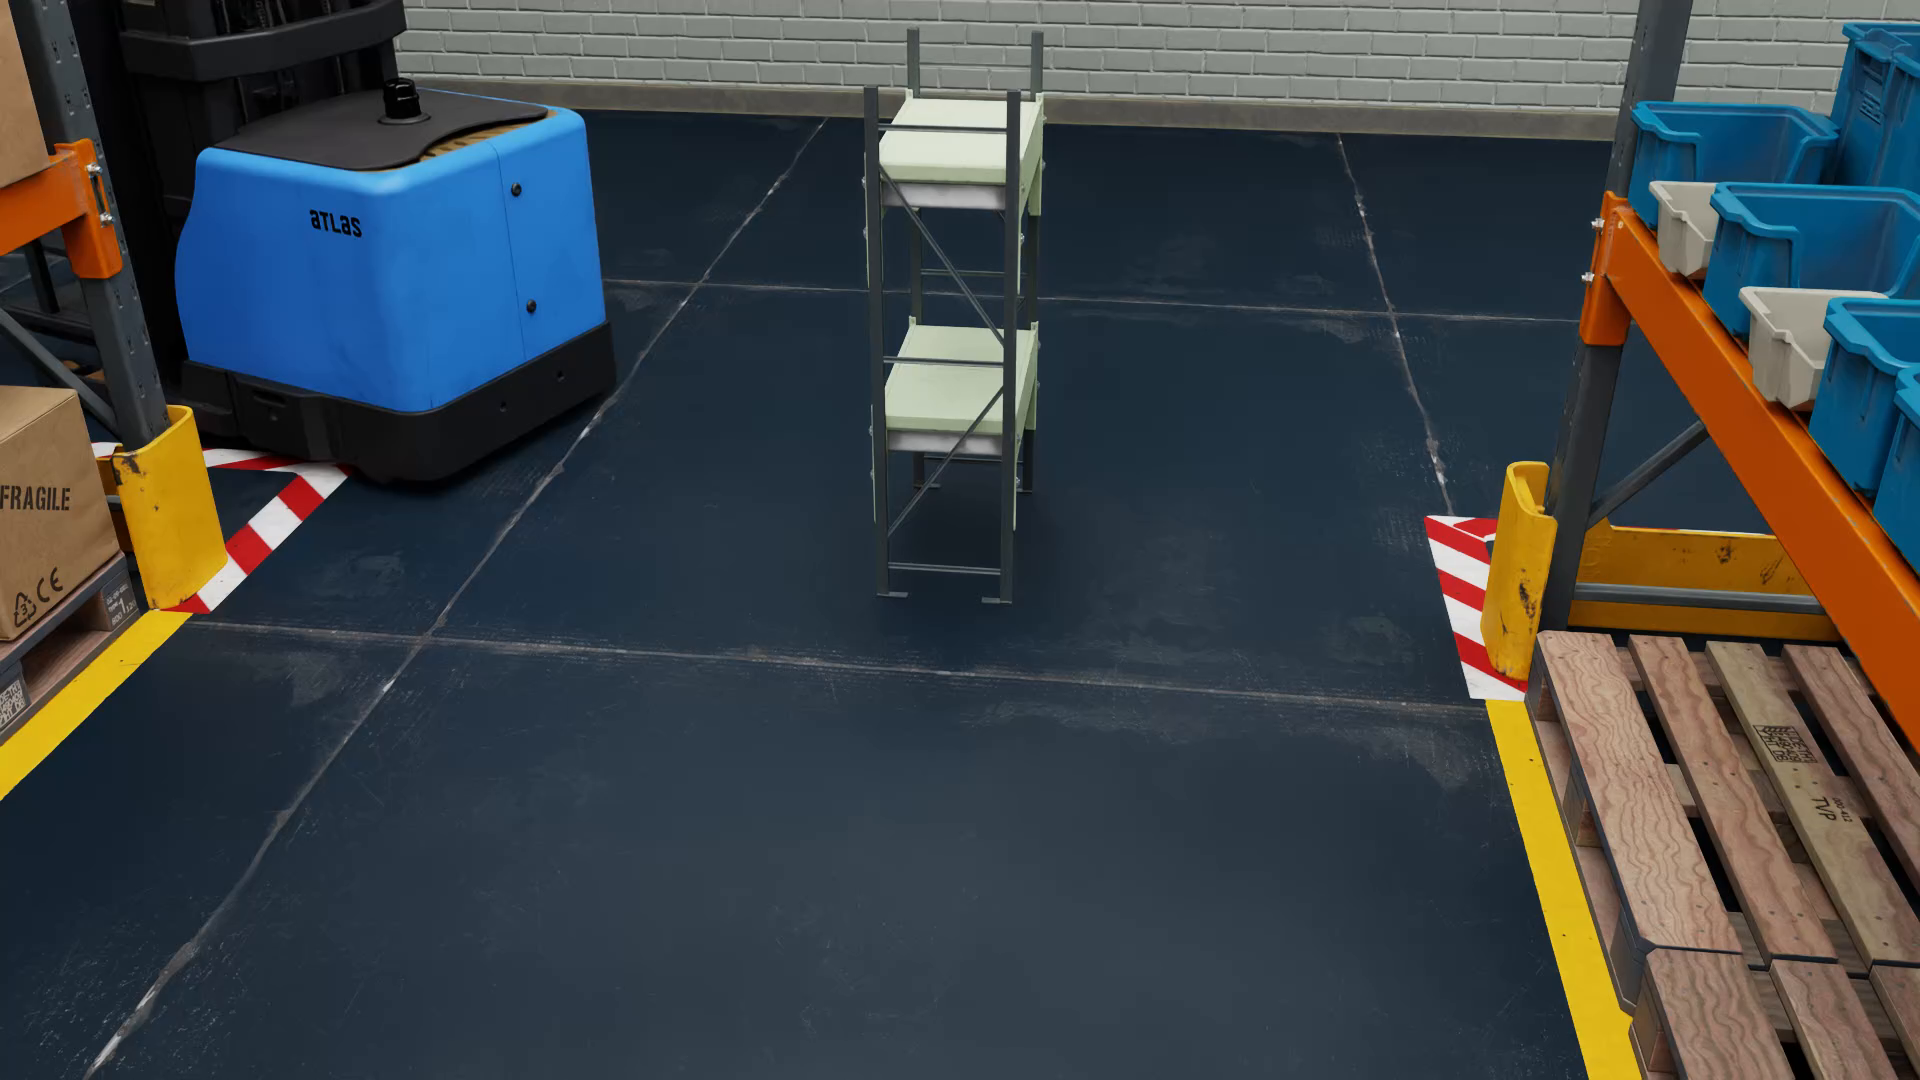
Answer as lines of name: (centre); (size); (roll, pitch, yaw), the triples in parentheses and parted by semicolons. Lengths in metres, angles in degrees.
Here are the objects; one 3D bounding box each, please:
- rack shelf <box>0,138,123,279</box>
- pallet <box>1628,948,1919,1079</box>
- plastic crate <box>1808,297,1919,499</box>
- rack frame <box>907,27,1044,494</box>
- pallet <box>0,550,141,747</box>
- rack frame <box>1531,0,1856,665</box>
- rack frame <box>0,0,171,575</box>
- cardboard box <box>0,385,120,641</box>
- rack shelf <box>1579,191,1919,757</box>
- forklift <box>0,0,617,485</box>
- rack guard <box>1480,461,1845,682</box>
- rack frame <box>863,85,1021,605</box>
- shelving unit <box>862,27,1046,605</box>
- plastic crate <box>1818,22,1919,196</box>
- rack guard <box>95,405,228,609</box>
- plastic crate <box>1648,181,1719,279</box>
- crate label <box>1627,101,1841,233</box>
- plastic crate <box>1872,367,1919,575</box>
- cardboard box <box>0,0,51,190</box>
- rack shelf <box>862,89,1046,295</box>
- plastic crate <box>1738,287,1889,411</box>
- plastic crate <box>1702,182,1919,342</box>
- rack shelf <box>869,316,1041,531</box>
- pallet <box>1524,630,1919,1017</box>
rack shelf: (-3.086, -0.006, 2.858); (1.077, 0.370, 4.000); (3, 28, 6)
pallet: (1.783, 1.211, 2.779); (1.003, 0.211, 1.213); (3, 28, 6)
plastic crate: (1.557, -0.211, 2.592); (0.416, 0.233, 0.300); (3, 28, 6)
rack frame: (0.044, -0.829, 5.208); (0.400, 1.500, 0.023); (3, 28, 6)
pallet: (-2.947, 0.374, 4.333); (1.003, 0.211, 1.213); (3, 28, 6)
rack frame: (2.075, -0.975, 3.897); (1.000, 3.000, 0.127); (3, 28, 6)
rack frame: (-2.841, -1.264, 4.434); (1.000, 3.000, 0.127); (3, 28, 6)
cardboard box: (-2.663, -0.087, 4.421); (0.500, 0.500, 0.500); (3, 28, 6)
rack shelf: (1.830, 0.283, 2.320); (1.077, 0.370, 4.000); (3, 28, 6)
forklift: (-2.832, -1.950, 5.779); (3.031, 2.935, 1.130); (14, 31, 24)
rack guard: (2.065, 0.114, 4.512); (1.175, 0.500, 0.348); (3, 28, 6)
rack frame: (-0.046, -0.485, 4.569); (0.400, 1.500, 0.023); (3, 28, 6)
shelving unit: (-0.001, -0.657, 4.888); (0.431, 1.500, 0.755); (3, 28, 6)
plastic crate: (2.219, -0.848, 3.562); (0.616, 0.435, 0.499); (3, 28, 6)
rack guard: (-2.850, -0.128, 4.961); (1.175, 0.500, 0.348); (3, 28, 6)
plastic crate: (1.597, -0.642, 3.494); (0.250, 0.136, 0.298); (3, 28, 6)
crate label: (1.718, -0.830, 3.742); (0.416, 0.233, 0.303); (3, 28, 6)
plastic crate: (1.520, -0.069, 2.329); (0.416, 0.233, 0.300); (3, 28, 6)
cardboard box: (-2.625, -1.082, 3.990); (0.500, 0.500, 0.500); (4, 29, 8)
rack shelf: (-0.001, -1.001, 4.703); (0.431, 0.370, 0.720); (3, 28, 6)
plastic crate: (1.513, -0.323, 2.901); (0.250, 0.136, 0.298); (3, 28, 6)
plastic crate: (1.637, -0.521, 3.167); (0.416, 0.233, 0.300); (3, 28, 6)
rack shelf: (-0.001, -0.370, 5.043); (0.431, 0.370, 0.720); (3, 28, 6)
pallet: (1.935, 0.639, 3.842); (1.003, 0.211, 1.213); (3, 28, 6)
